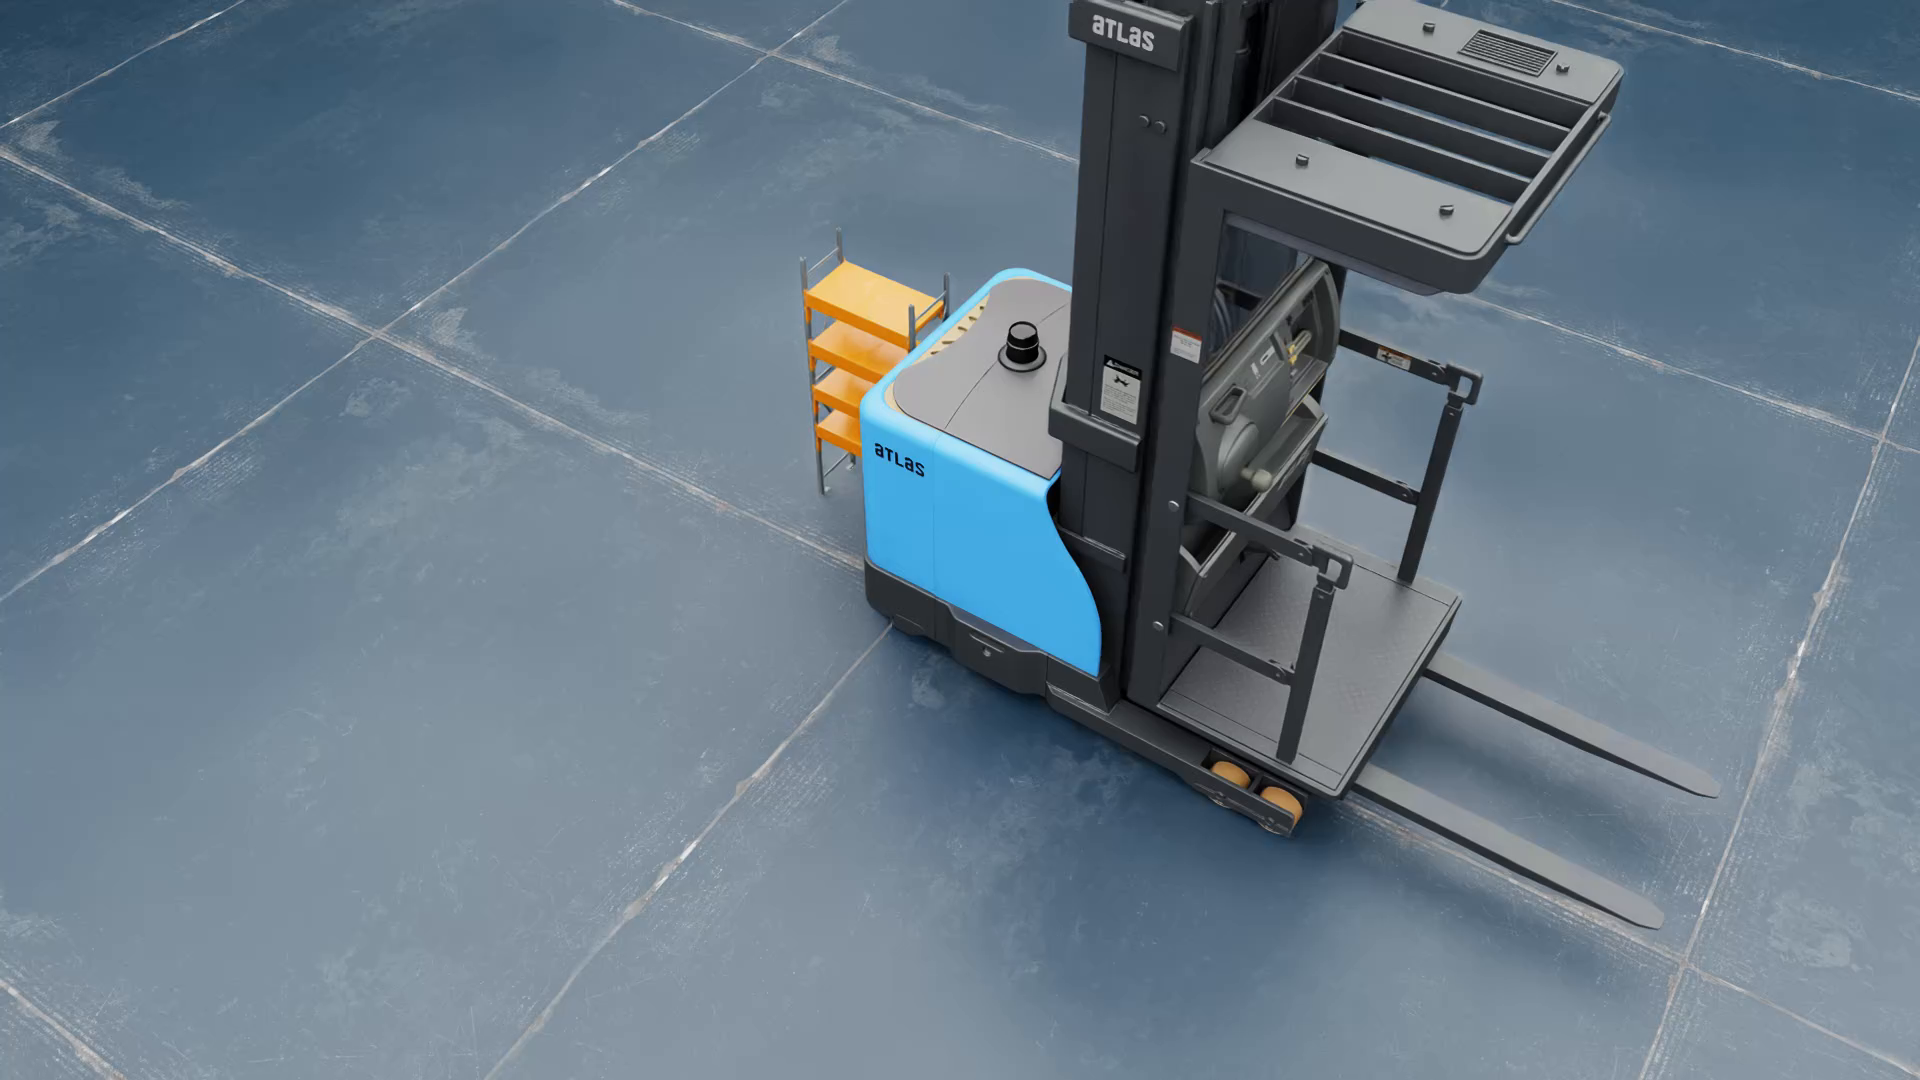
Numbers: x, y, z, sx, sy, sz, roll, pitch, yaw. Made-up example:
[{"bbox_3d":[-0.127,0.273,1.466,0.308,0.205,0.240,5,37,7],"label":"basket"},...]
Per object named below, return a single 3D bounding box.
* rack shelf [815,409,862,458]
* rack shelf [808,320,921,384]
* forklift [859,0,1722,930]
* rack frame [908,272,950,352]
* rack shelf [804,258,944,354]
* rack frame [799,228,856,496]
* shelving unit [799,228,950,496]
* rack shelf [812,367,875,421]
[{"bbox_3d":[-0.312,-0.392,6.665,0.480,0.148,0.258,26,51,23],"label":"rack shelf"},{"bbox_3d":[-0.312,-0.686,6.362,0.480,0.148,0.258,26,51,23],"label":"rack shelf"},{"bbox_3d":[1.142,-0.444,5.138,3.031,2.935,1.130,26,51,23],"label":"forklift"},{"bbox_3d":[-0.110,-0.479,6.379,0.015,1.200,0.240,26,51,23],"label":"rack frame"},{"bbox_3d":[-0.312,-0.851,6.192,0.480,0.148,0.258,26,51,23],"label":"rack shelf"},{"bbox_3d":[-0.514,-0.675,6.569,0.015,1.200,0.240,26,51,23],"label":"rack frame"},{"bbox_3d":[-0.312,-0.577,6.474,0.503,1.200,0.258,26,51,23],"label":"shelving unit"},{"bbox_3d":[-0.312,-0.530,6.522,0.480,0.148,0.258,26,51,23],"label":"rack shelf"}]
